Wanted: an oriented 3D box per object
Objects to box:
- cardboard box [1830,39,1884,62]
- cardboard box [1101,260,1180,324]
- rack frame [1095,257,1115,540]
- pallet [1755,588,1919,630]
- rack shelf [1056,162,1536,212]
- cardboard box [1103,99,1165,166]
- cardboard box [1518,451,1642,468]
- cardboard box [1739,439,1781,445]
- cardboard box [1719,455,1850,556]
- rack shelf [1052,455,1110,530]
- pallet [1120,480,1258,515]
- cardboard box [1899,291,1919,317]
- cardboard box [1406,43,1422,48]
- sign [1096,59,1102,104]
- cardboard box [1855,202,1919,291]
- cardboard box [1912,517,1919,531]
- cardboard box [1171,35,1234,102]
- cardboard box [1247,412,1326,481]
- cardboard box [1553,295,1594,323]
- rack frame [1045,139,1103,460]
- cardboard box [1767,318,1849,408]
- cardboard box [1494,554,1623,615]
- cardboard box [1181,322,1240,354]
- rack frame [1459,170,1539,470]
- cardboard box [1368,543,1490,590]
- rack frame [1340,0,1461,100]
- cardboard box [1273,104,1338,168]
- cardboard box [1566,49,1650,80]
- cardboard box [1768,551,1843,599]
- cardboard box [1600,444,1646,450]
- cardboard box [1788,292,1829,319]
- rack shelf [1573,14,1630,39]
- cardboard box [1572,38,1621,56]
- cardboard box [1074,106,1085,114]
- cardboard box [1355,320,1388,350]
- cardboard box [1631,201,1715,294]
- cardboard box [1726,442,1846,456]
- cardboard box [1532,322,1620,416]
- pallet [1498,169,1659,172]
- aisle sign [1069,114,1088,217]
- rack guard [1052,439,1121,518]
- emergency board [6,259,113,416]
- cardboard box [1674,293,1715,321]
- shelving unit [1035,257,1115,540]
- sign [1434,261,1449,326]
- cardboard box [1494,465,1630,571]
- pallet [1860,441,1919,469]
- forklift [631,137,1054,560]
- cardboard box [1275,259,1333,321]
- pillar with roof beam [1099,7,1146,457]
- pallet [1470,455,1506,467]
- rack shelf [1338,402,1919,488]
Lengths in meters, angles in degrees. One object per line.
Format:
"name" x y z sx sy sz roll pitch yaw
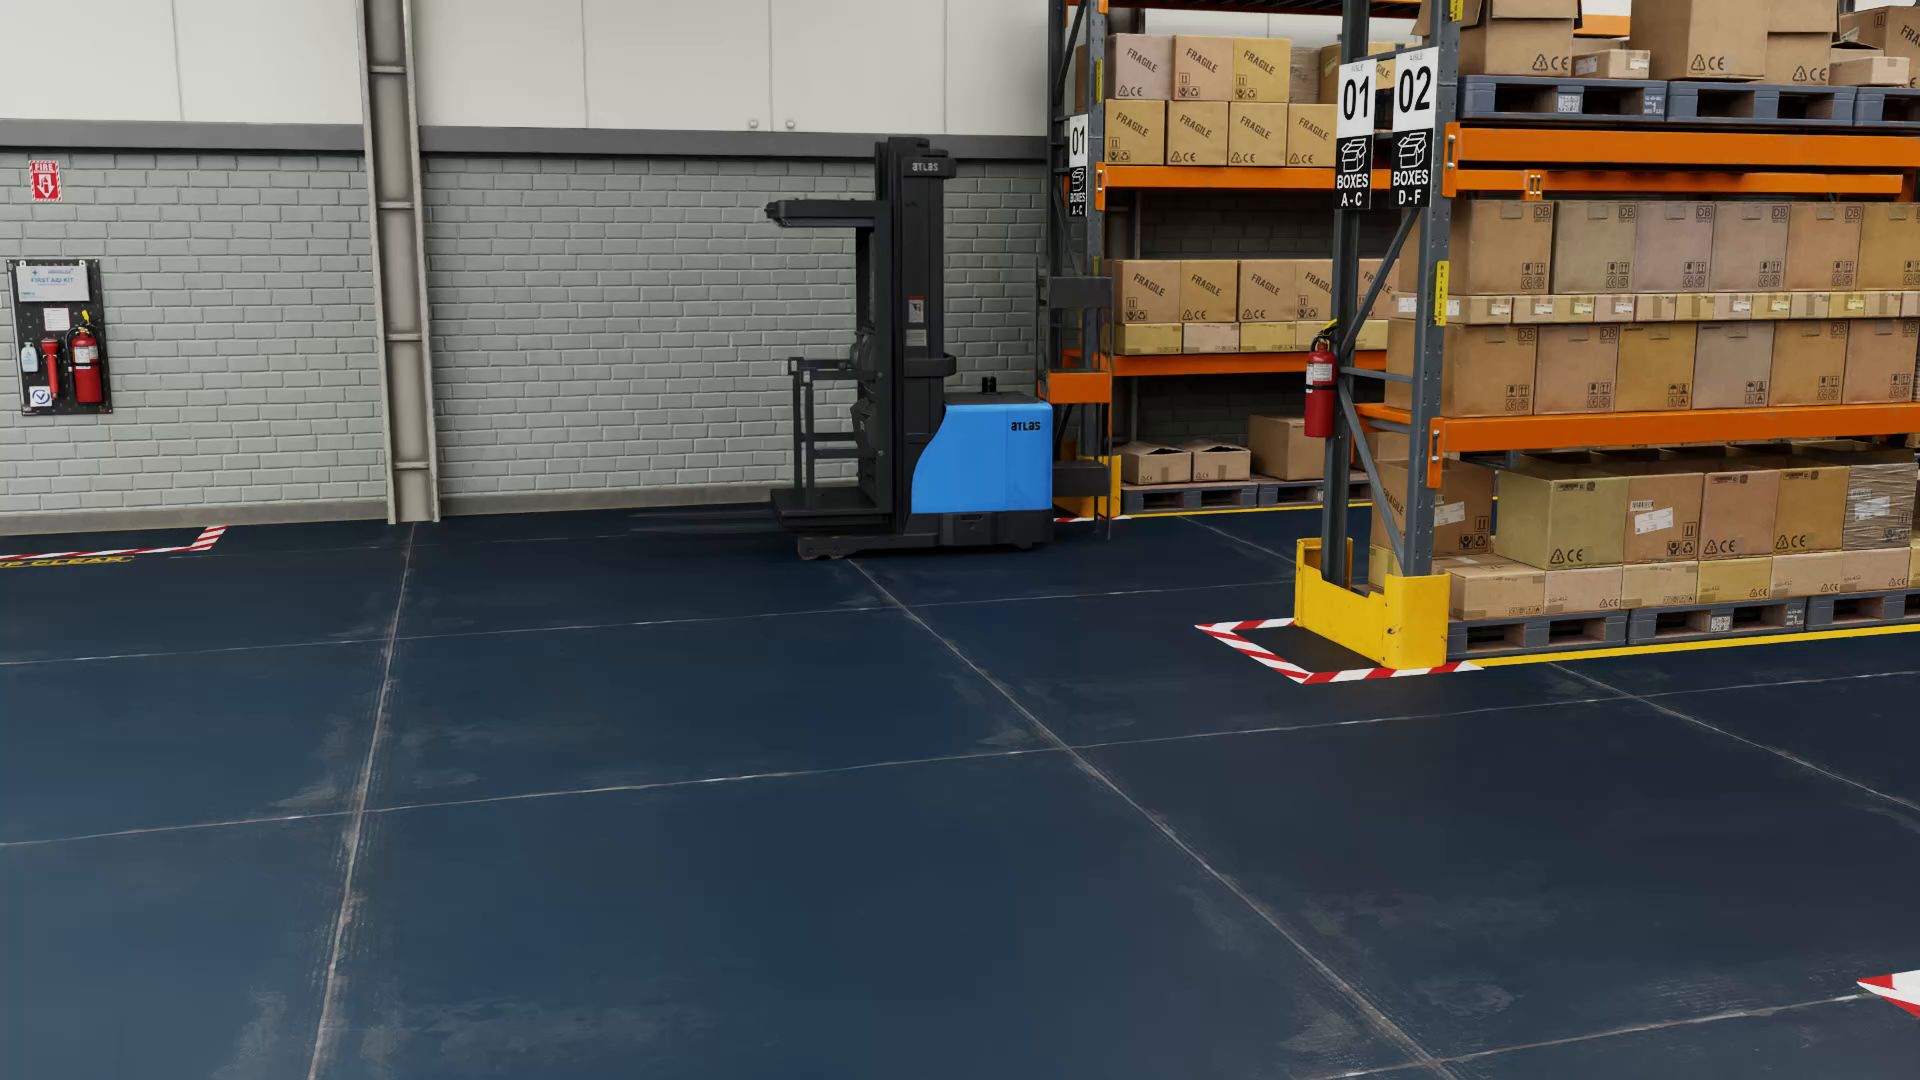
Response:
"cardboard box" 5.081 -2.798 9.873 0.500 0.311 0.500 -4 11 -19
"cardboard box" 1.470 -2.033 13.593 0.500 0.500 0.500 -3 11 -16
"rack frame" 1.091 -1.069 12.551 0.015 2.100 0.400 -2 11 -10
"pallet" 5.381 0.306 10.298 1.213 0.211 1.003 -3 11 -16
"rack shelf" 2.848 -2.979 14.145 4.000 0.370 1.077 -3 11 -16
"cardboard box" 1.319 -3.264 13.375 0.500 0.500 0.500 -3 11 -14
"cardboard box" 3.704 -0.250 9.985 0.500 0.500 0.500 -3 11 -16
"cardboard box" 7.405 -1.097 15.908 0.500 0.500 0.700 -3 11 -16
"cardboard box" 4.810 -0.210 9.767 0.500 0.500 0.500 -3 11 -16
"rack shelf" 0.851 -0.359 12.637 0.480 0.518 0.431 -2 11 -10
"pallet" 1.791 -0.424 14.265 1.213 0.211 1.003 -3 11 -16
"cardboard box" 5.467 -1.389 9.740 0.250 0.149 0.380 -3 11 -18
"cardboard box" 3.837 -3.882 13.973 0.500 0.500 0.500 -2 11 -13
"sign" 1.080 -3.567 12.939 0.005 0.325 0.100 -3 11 -16
"cardboard box" 5.248 -1.736 9.830 0.500 0.500 0.700 -3 11 -16
"cardboard box" 6.474 -0.023 10.823 0.500 0.250 0.500 -3 11 -16
"cardboard box" 1.861 -3.776 13.396 0.500 0.500 0.500 -3 11 -17
"cardboard box" 2.883 -0.820 14.405 0.500 0.500 0.700 -4 11 -20
"cardboard box" 3.246 -1.272 9.104 0.250 0.149 0.380 -3 11 -16
"rack frame" 0.928 -1.756 13.802 0.127 3.000 1.000 -3 11 -16
"cardboard box" 4.745 -1.071 9.802 0.500 0.500 0.700 -3 11 -15
"cardboard box" 3.372 0.236 9.414 0.500 0.250 0.500 -3 11 -16
"cardboard box" 1.980 -1.691 13.804 0.500 0.250 0.500 -3 11 -18
"rack frame" 4.768 -1.959 14.901 0.127 3.000 1.000 -3 11 -16
"cardboard box" 2.748 0.172 9.763 0.500 0.250 0.500 -3 11 -16
"rack frame" 2.316 -3.846 8.582 0.127 3.000 1.000 -3 11 -16
"cardboard box" 2.850 -3.343 13.803 0.500 0.500 0.500 -2 11 -12
"cardboard box" 3.495 -2.551 8.983 0.250 0.149 0.380 -3 11 -16
"cardboard box" 4.814 0.161 9.822 0.500 0.250 0.500 -3 11 -16
"cardboard box" 5.953 -1.021 15.495 0.500 0.500 0.700 -3 11 -17
"cardboard box" 4.736 -1.351 9.532 0.250 0.149 0.380 -3 11 -14
"rack shelf" 6.689 -4.460 15.009 4.000 0.370 1.077 -3 11 -16
"cardboard box" 3.348 -2.676 9.382 0.500 0.250 0.500 -3 11 -16
"cardboard box" 1.258 -3.356 13.873 0.500 0.500 0.500 -2 11 -12
"cardboard box" 3.439 -1.766 14.215 0.500 0.250 0.500 -3 11 -16
"cardboard box" 3.806 -1.660 9.419 0.500 0.500 0.700 -3 11 -16
"cardboard box" 5.146 -0.325 10.391 0.500 0.500 0.500 -3 11 -16
"cardboard box" 3.271 -0.993 9.381 0.500 0.500 0.700 -3 11 -14
"pallet" 5.391 -3.354 14.716 1.003 0.211 1.213 -3 11 -16
"aisle sign" 0.943 -2.979 13.263 0.004 0.787 0.394 -3 11 -16
"rack guard" 1.001 -0.531 14.049 0.348 0.500 1.175 -3 11 -16
"emergency board" -6.786 -1.520 12.519 0.643 1.169 0.194 -3 11 -16
"cardboard box" 3.989 -1.312 9.318 0.250 0.149 0.380 -3 11 -17
"shelving unit" 0.851 -1.060 12.507 0.503 2.100 0.431 -2 11 -10
"sign" 2.465 -1.263 8.514 0.005 0.325 0.100 -3 11 -16
"cardboard box" 3.373 -0.133 9.345 0.500 0.500 0.500 -3 11 -16
"pallet" 9.387 -0.817 16.399 1.213 0.211 1.003 -3 11 -16
"forklift" -0.883 -1.401 12.059 3.031 2.935 1.130 -2 11 -10
"cardboard box" 2.938 -2.110 14.009 0.500 0.500 0.500 -3 11 -14
"pillar with roof beam" 2.561 -4.144 10.203 0.400 9.000 9.100 -3 11 -16
"pallet" 5.516 -0.627 15.369 1.213 0.211 1.003 -3 11 -16
"rack shelf" 4.236 -0.643 9.740 4.000 0.370 1.077 -3 11 -16
